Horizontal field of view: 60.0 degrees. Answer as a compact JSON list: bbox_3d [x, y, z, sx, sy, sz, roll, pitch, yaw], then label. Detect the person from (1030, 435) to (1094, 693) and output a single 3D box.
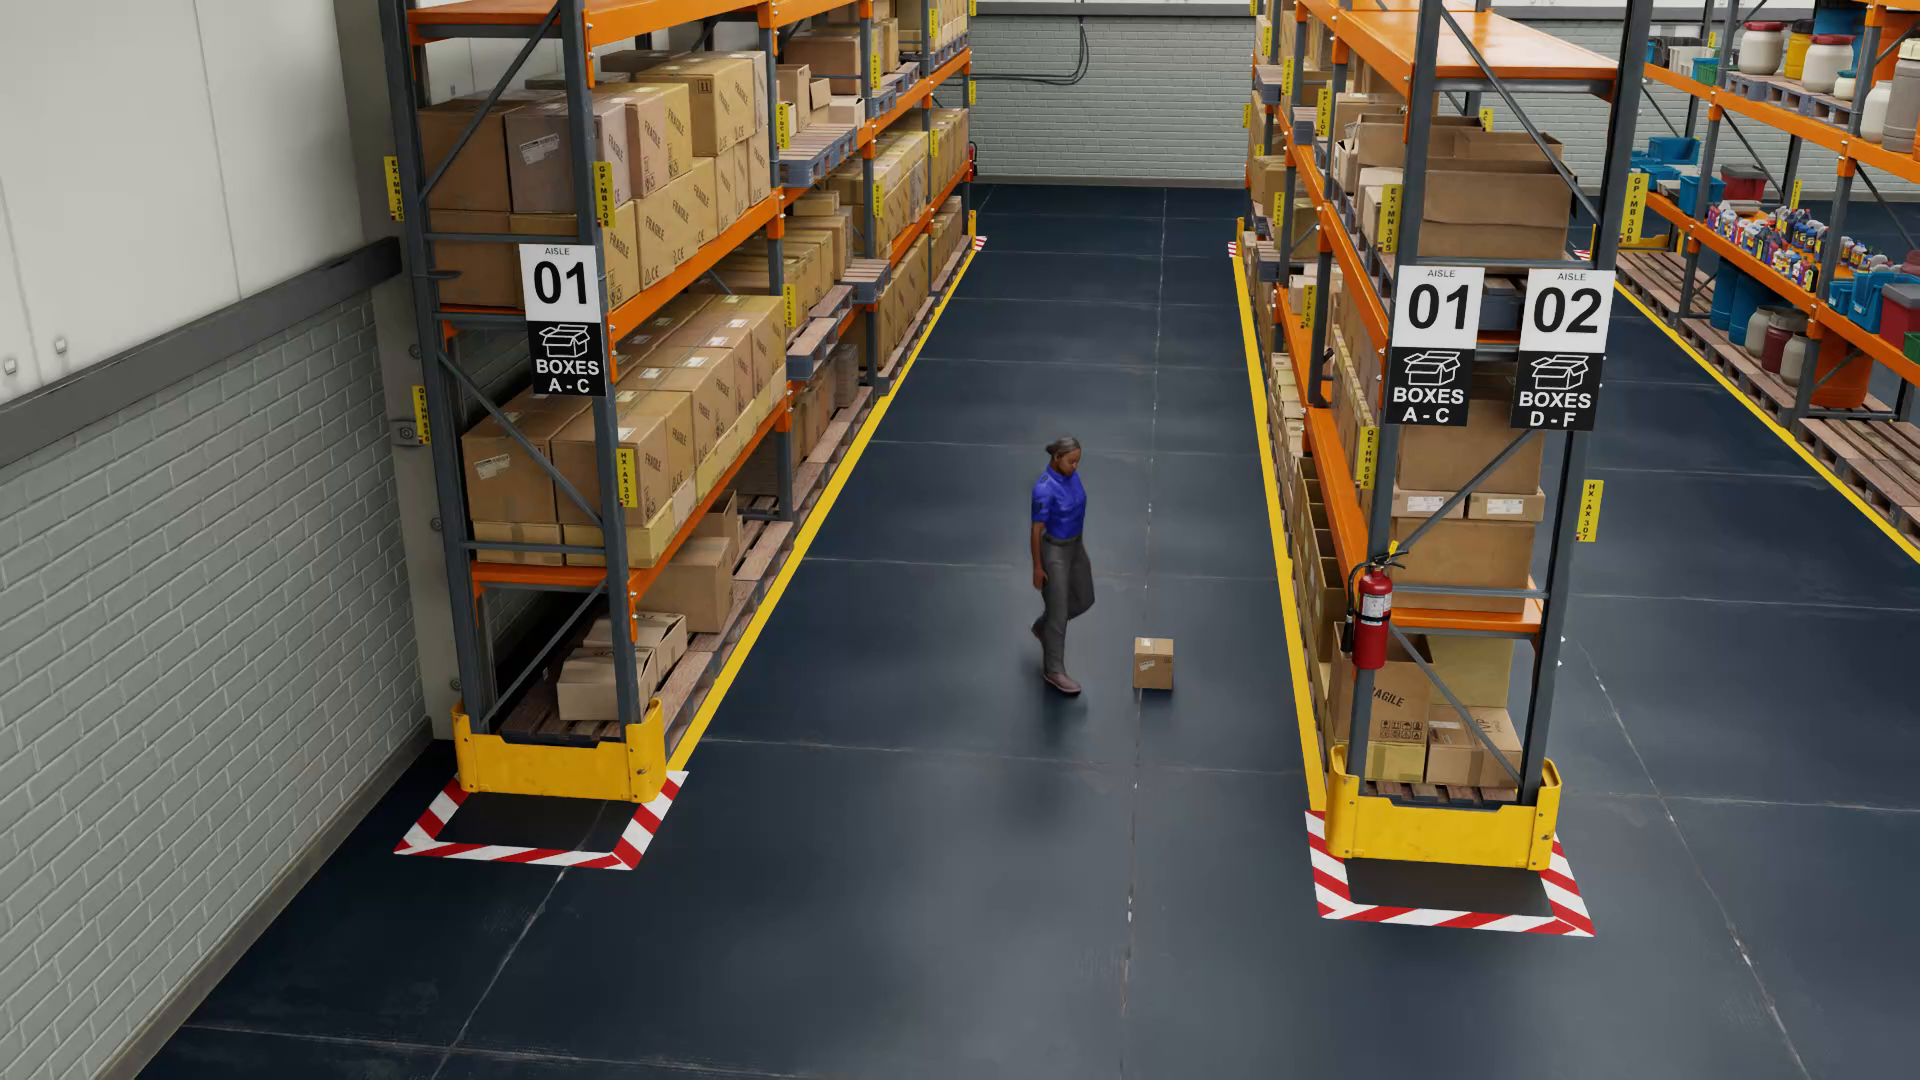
[{"bbox_3d":[0.644,0.106,10.795,0.587,1.650,0.529,14,25,31],"label":"person"}]
